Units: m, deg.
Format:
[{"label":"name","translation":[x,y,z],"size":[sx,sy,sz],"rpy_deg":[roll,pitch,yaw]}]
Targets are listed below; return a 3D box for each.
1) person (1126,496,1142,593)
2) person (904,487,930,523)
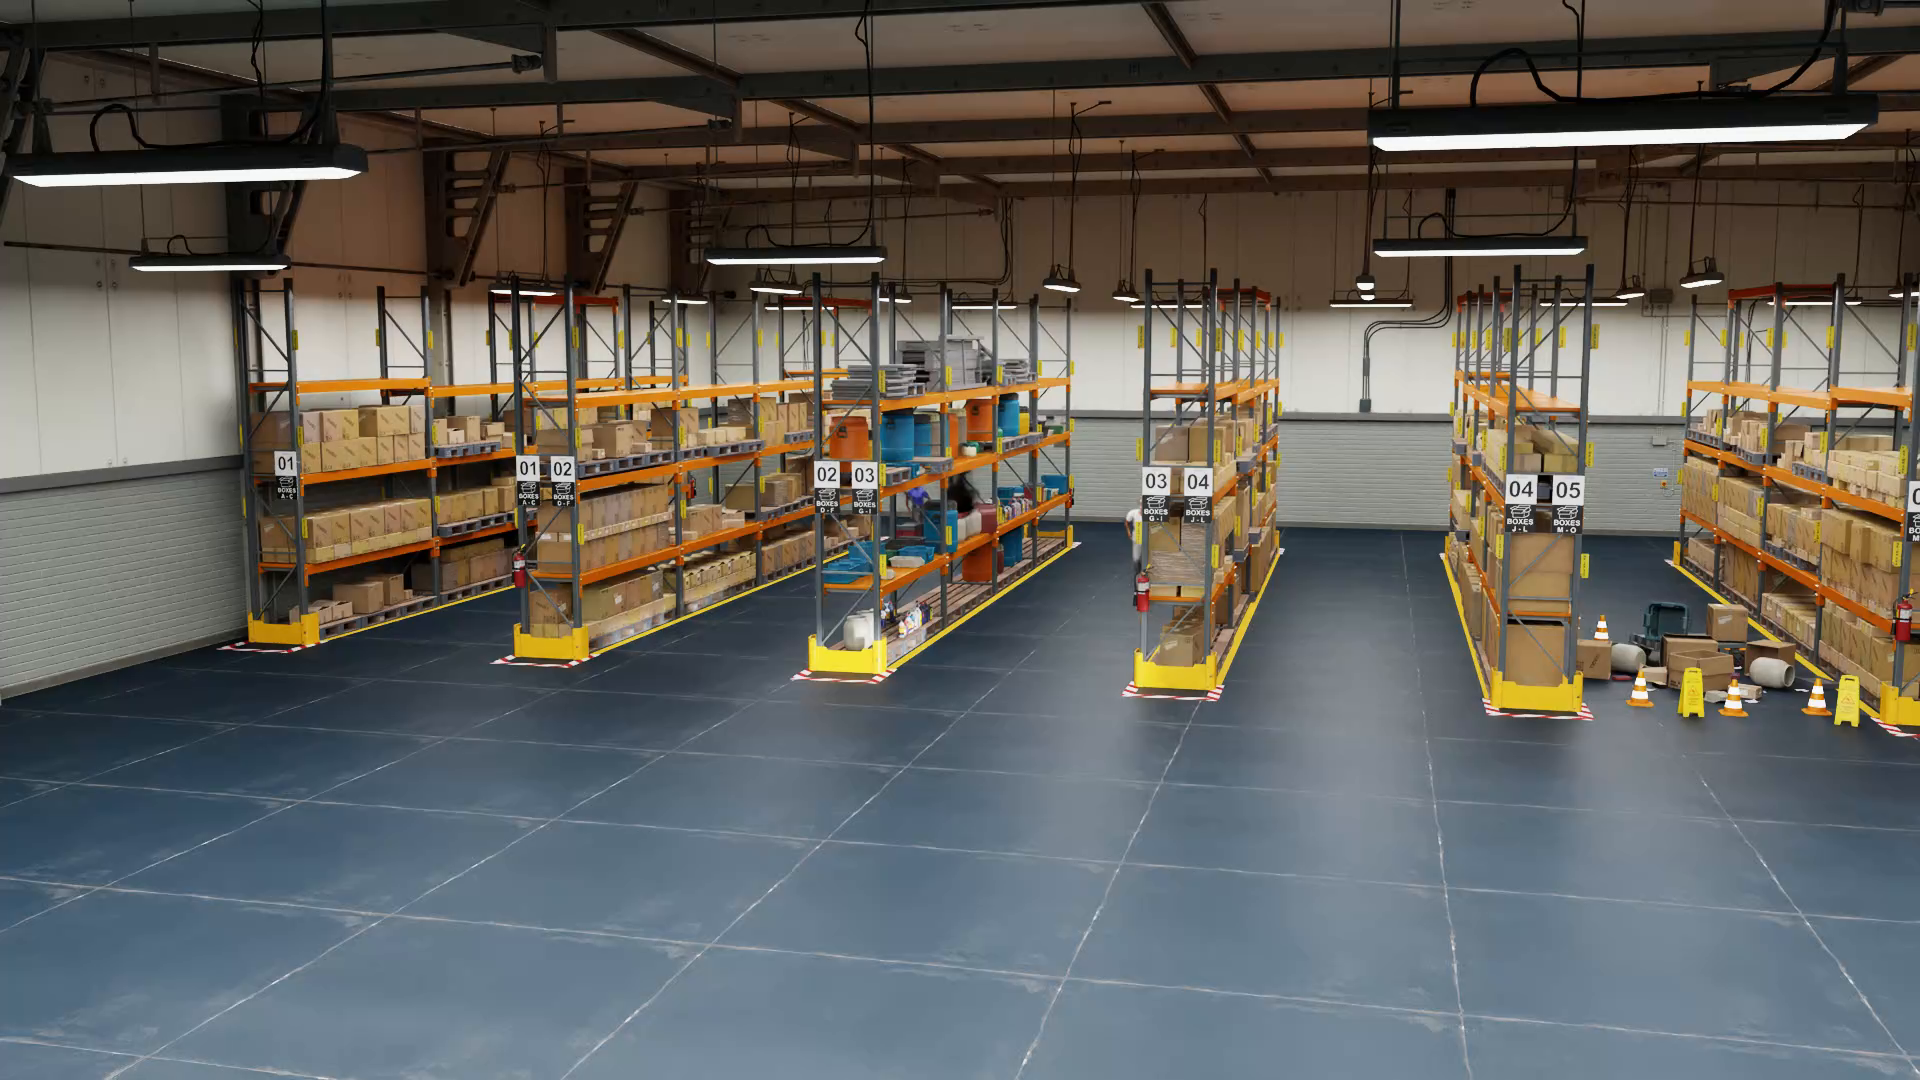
[{"label":"person","translation":[3.497,0.071,31.820],"size":[0.675,1.863,0.767],"rpy_deg":[1,7,7]},{"label":"person","translation":[-1.052,-0.680,40.831],"size":[0.633,1.594,0.553],"rpy_deg":[1,7,4]}]
